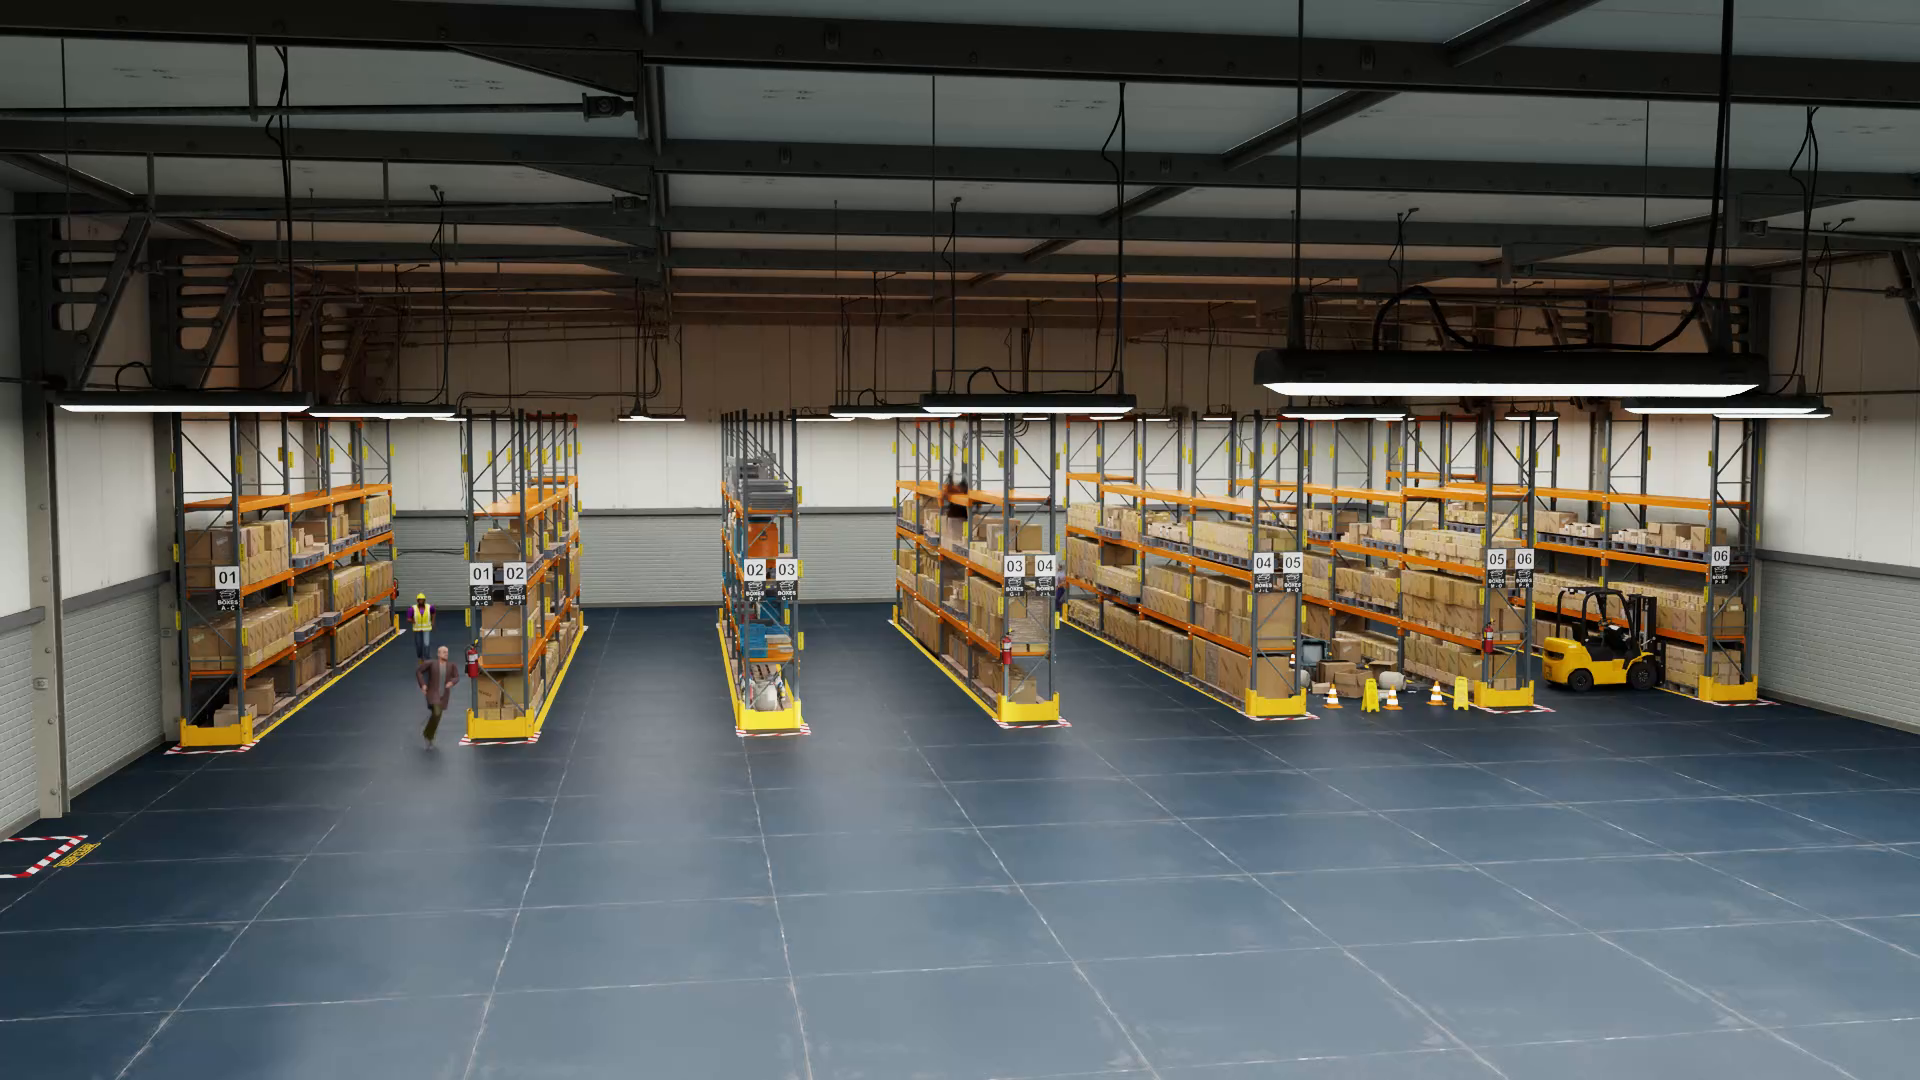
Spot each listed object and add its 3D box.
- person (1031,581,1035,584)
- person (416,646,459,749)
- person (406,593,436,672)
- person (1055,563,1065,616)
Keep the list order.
[{"bbox_3d":[2.193,1.588,46.622,0.662,1.785,0.872,0,4,-3],"label":"person"},{"bbox_3d":[-9.269,2.797,29.612,0.693,1.809,0.734,-4,5,-43],"label":"person"},{"bbox_3d":[-12.553,2.129,38.751,0.640,1.796,0.890,-1,4,-14],"label":"person"},{"bbox_3d":[2.874,1.509,49.424,0.516,1.631,0.619,-2,4,-27],"label":"person"}]
